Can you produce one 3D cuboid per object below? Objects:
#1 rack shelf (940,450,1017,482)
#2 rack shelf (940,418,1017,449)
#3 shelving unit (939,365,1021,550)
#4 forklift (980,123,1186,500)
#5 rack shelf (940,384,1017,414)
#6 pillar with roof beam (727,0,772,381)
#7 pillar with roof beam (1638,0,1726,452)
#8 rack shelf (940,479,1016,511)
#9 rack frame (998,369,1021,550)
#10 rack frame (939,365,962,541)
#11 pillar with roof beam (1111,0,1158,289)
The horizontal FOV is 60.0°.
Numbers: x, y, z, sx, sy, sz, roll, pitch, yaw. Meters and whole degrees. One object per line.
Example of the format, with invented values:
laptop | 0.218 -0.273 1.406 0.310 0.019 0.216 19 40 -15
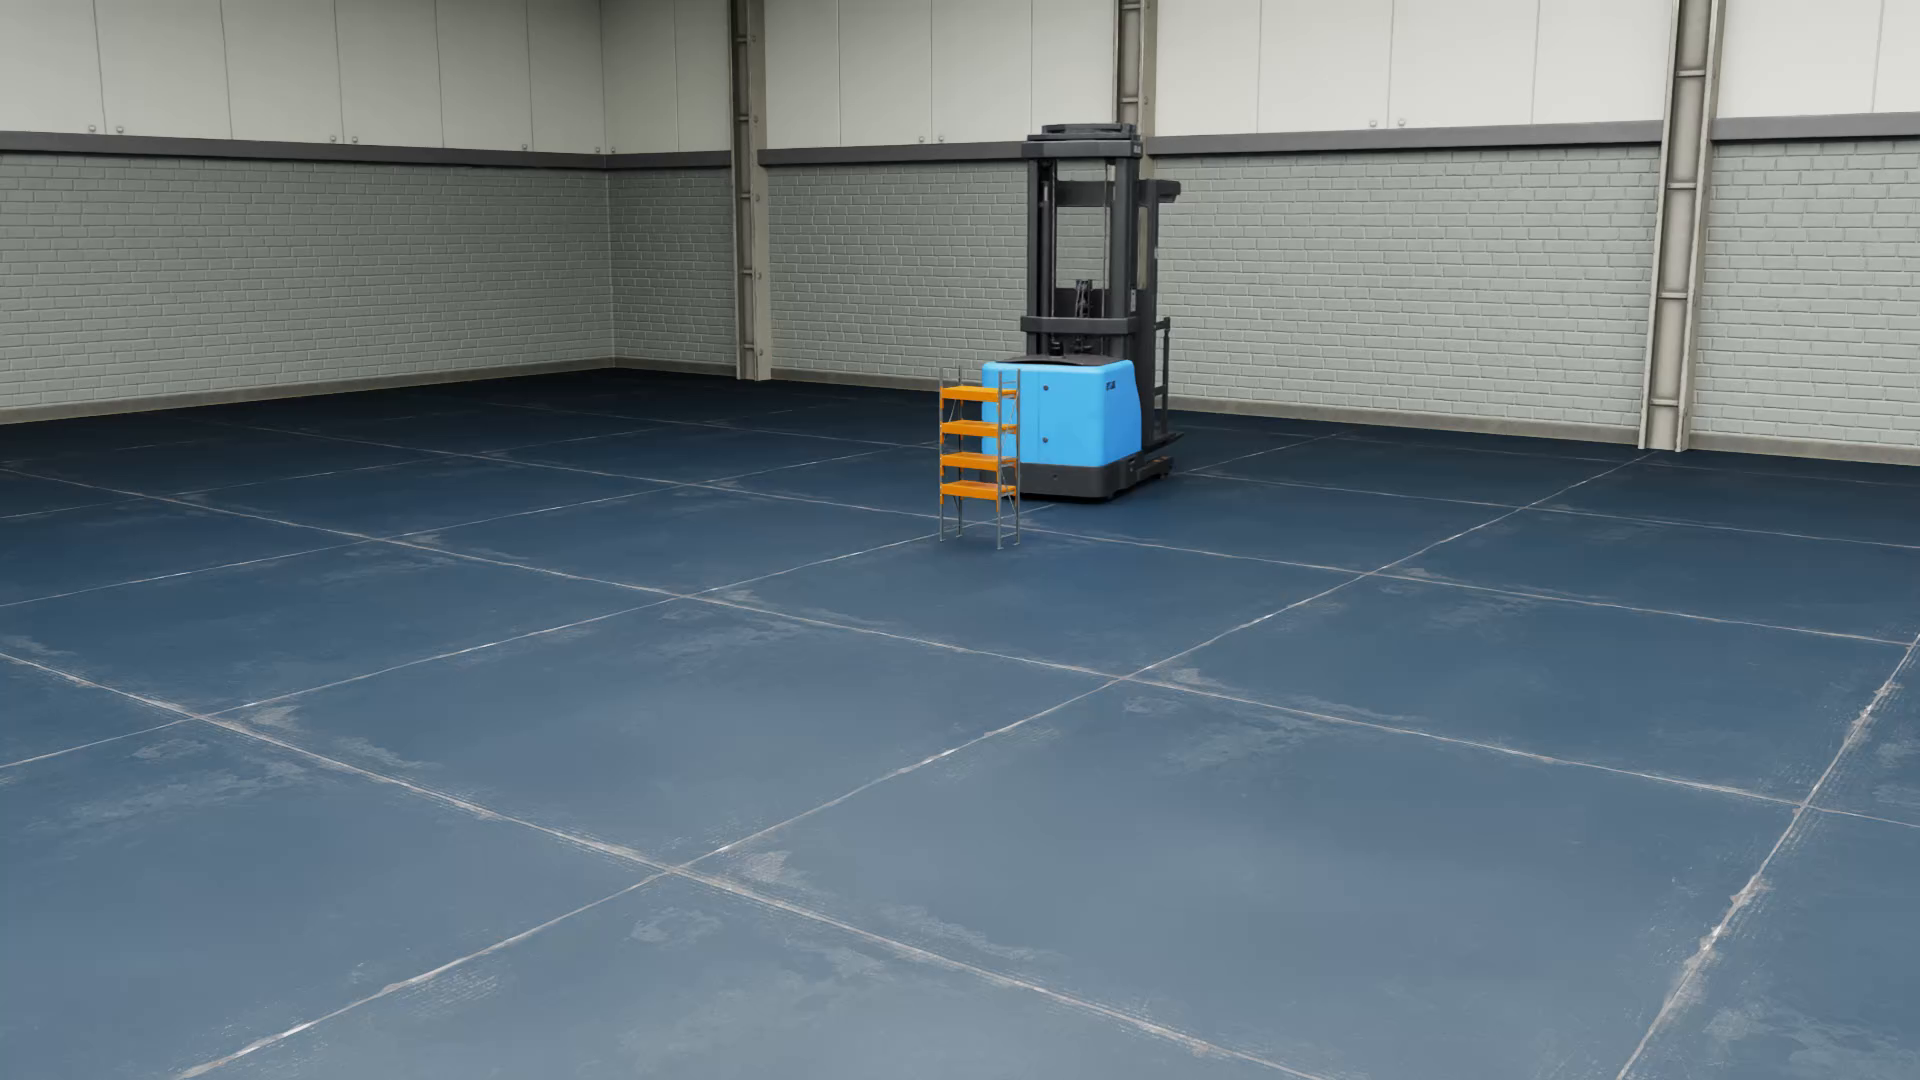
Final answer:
rack shelf | 0.133 -0.504 11.332 0.480 0.148 0.258 8 13 36
rack shelf | 0.133 -0.724 11.290 0.480 0.148 0.258 8 13 36
shelving unit | 0.133 -0.570 11.320 0.503 1.200 0.258 8 13 36
forklift | 1.207 -1.993 14.114 1.130 2.935 3.031 5 12 23
rack shelf | 0.133 -0.956 11.245 0.480 0.148 0.258 8 13 36
pillar with roof beam | -5.403 -5.996 18.832 0.400 9.000 9.100 8 13 36
pillar with roof beam | 4.269 -4.647 11.858 0.400 9.000 9.100 8 13 36
rack shelf | 0.133 -0.309 11.370 0.480 0.148 0.258 8 13 36
rack frame | 0.330 -0.543 11.178 0.015 1.200 0.240 8 13 36
rack frame | -0.063 -0.598 11.461 0.015 1.200 0.240 8 13 36
pillar with roof beam | -0.567 -5.322 15.345 0.400 9.000 9.100 8 13 36
